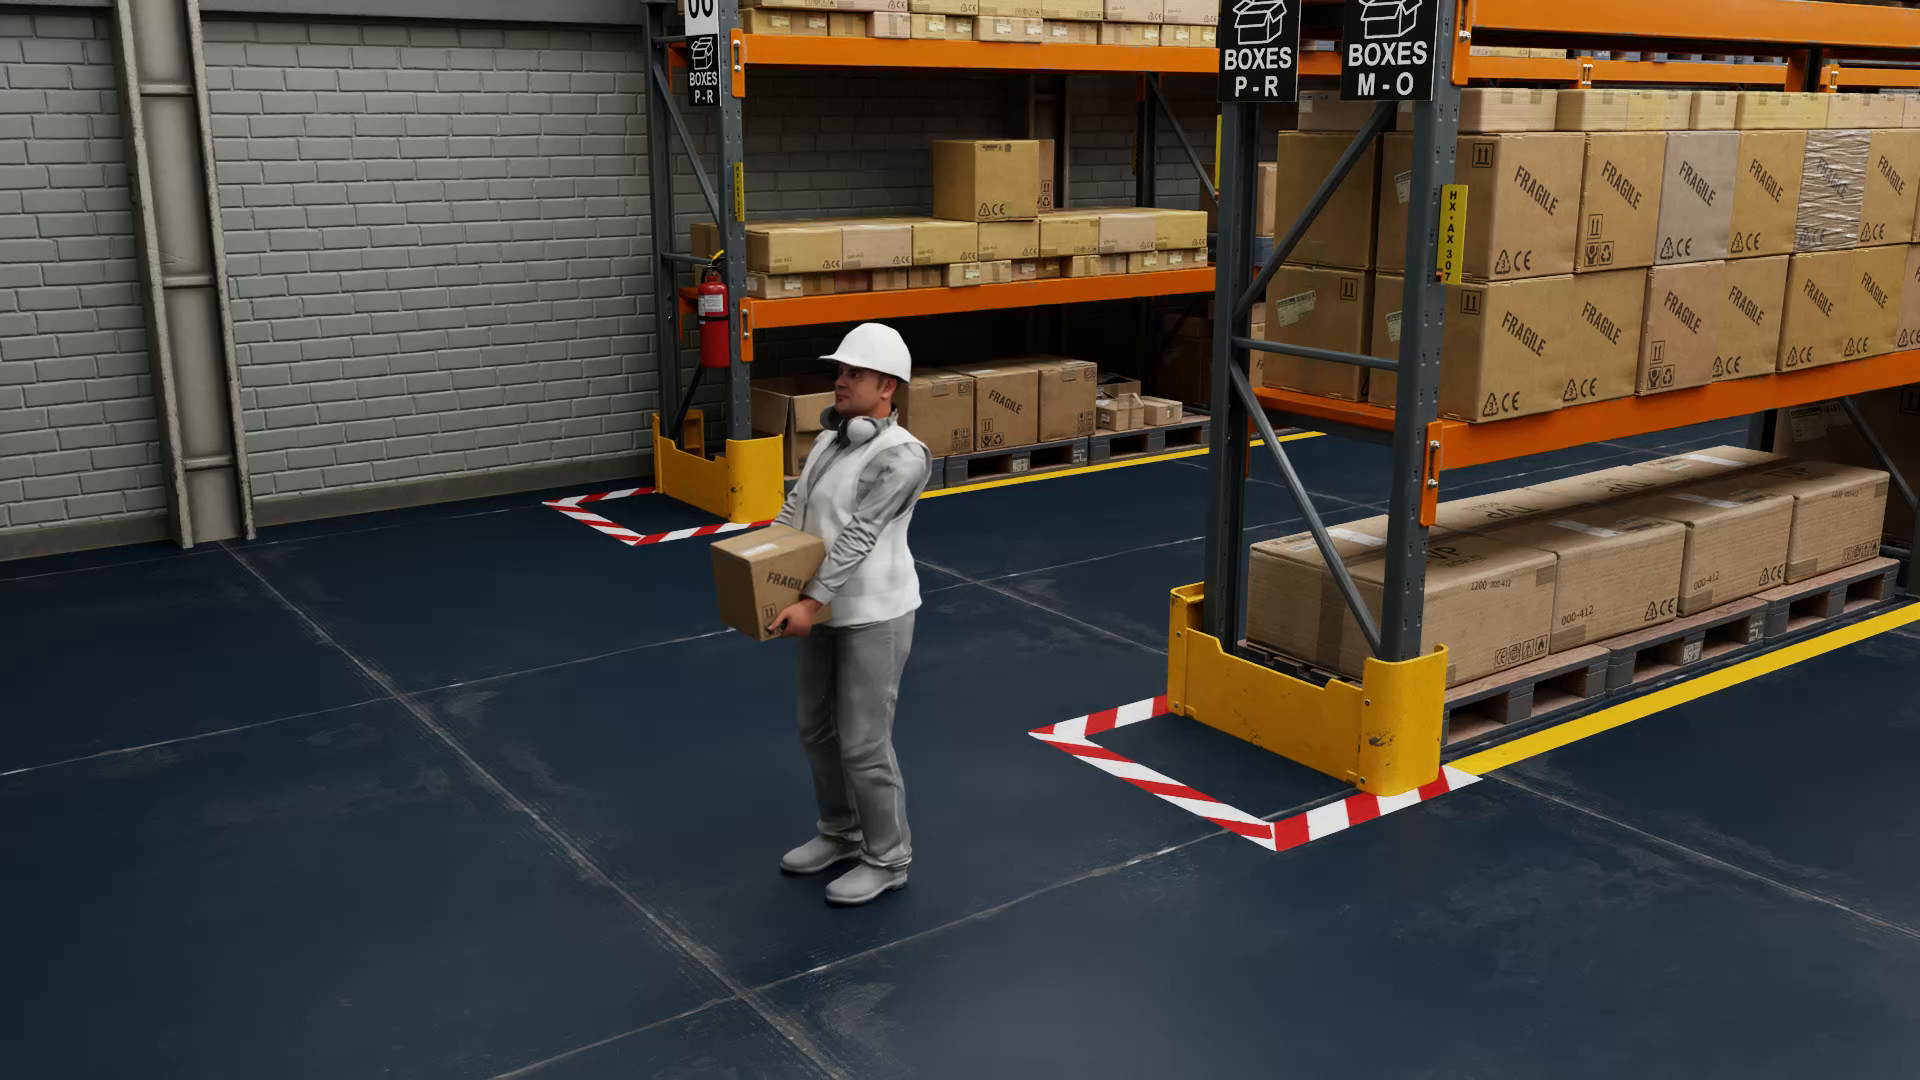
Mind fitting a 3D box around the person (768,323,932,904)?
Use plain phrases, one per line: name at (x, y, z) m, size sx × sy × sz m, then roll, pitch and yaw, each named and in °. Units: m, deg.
person at (-0.393, 0.235, 5.056) m, size 0.554 × 1.762 × 0.494 m, roll -10°, pitch 17°, yaw -34°
